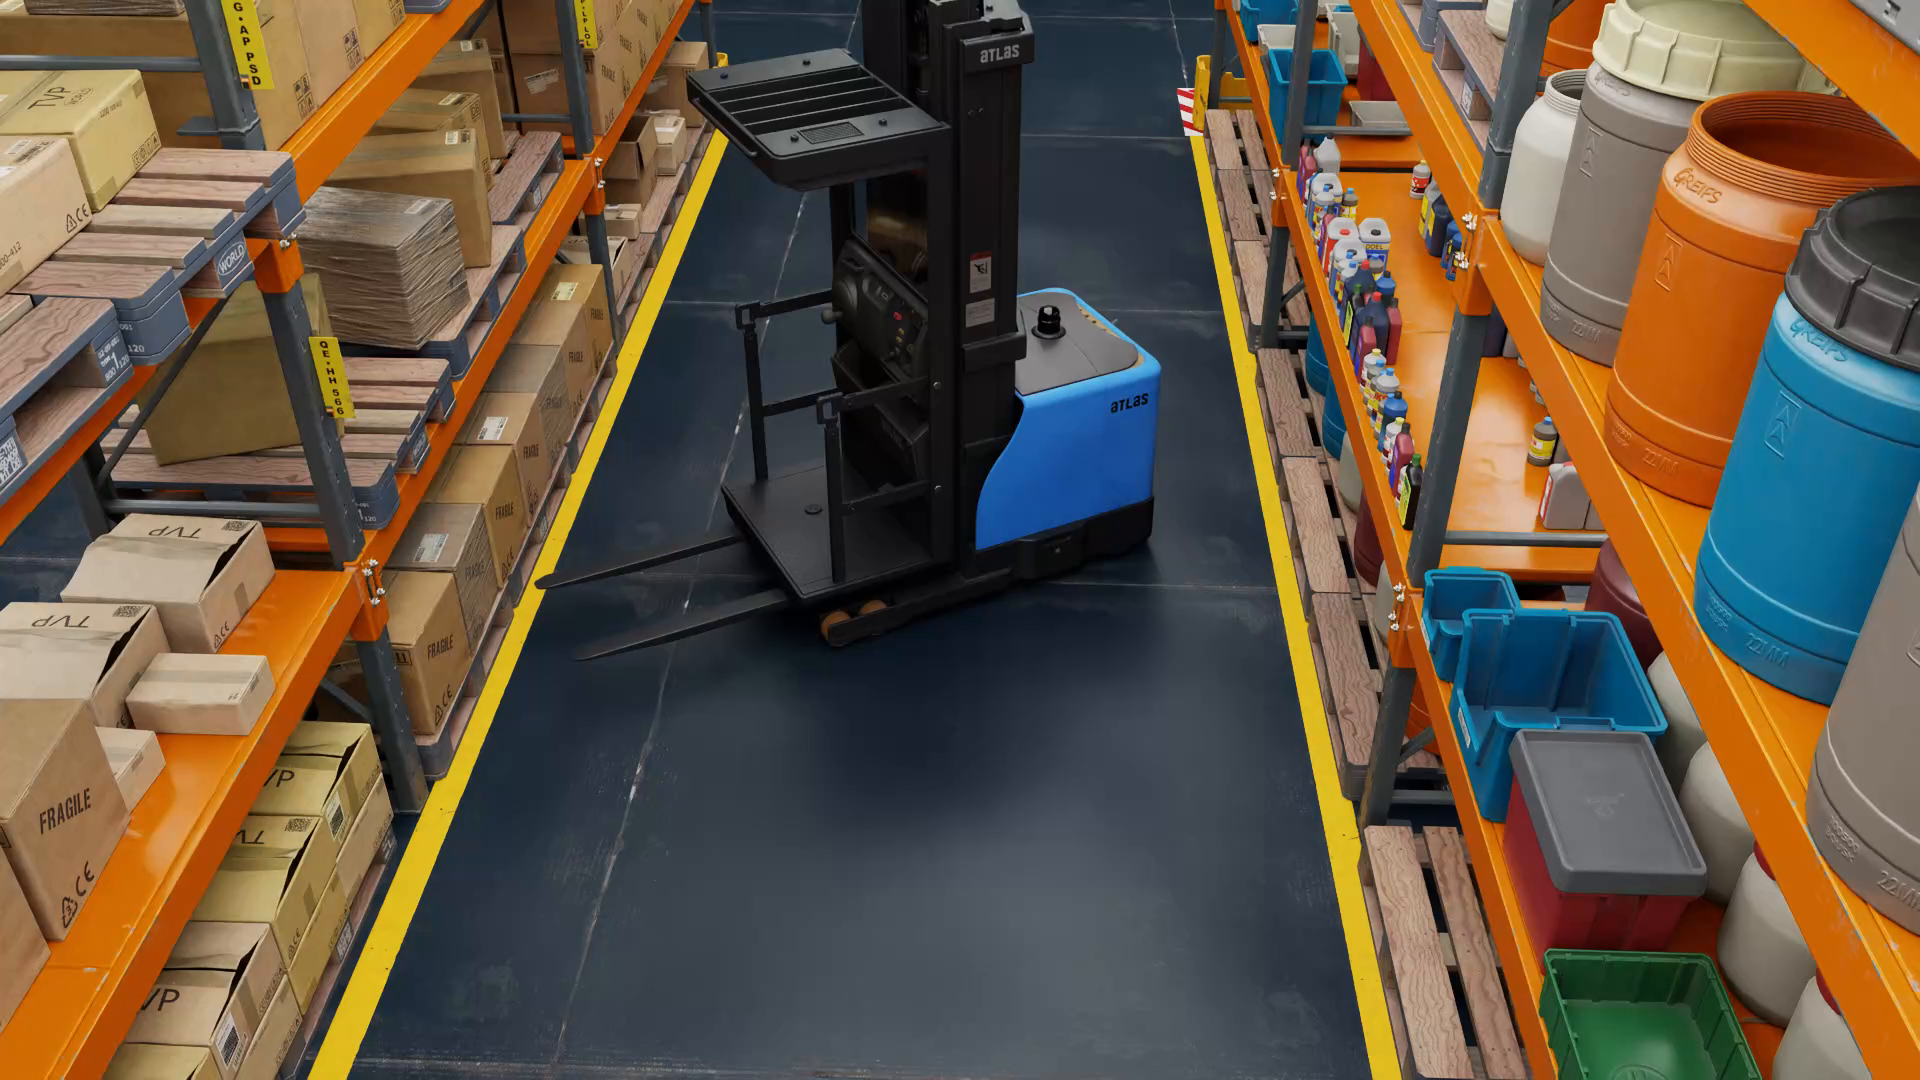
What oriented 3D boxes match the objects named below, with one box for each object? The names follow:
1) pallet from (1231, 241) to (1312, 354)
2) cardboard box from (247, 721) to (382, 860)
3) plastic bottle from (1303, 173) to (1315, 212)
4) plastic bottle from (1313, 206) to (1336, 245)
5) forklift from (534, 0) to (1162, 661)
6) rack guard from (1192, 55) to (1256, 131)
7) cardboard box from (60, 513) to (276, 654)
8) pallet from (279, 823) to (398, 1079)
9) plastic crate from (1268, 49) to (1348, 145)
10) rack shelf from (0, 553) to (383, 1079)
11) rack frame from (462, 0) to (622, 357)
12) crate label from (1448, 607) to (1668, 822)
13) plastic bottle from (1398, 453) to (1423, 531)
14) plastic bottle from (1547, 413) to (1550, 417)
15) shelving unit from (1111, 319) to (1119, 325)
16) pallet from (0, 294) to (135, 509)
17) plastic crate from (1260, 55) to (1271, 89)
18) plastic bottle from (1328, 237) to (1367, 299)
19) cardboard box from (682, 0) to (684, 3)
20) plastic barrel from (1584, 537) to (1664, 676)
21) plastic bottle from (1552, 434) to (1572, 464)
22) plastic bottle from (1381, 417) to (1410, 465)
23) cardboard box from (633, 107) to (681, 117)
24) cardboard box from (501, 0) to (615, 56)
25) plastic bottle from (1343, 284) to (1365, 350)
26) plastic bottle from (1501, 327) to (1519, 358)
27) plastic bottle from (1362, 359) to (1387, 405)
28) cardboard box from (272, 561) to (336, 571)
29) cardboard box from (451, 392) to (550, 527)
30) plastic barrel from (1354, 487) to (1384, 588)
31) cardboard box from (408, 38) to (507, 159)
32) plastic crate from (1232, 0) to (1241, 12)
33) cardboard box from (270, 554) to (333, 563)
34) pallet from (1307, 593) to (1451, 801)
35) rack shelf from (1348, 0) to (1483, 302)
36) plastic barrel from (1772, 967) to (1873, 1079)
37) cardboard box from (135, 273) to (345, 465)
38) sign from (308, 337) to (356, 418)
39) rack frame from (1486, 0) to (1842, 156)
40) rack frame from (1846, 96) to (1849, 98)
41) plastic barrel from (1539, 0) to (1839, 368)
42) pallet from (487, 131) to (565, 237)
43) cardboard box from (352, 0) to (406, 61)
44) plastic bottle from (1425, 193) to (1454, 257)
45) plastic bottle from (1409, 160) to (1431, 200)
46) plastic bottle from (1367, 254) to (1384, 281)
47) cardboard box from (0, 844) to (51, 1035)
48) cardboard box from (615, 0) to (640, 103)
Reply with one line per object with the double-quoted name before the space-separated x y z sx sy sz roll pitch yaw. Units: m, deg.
"pallet" 2.321 -1.575 10.753 1.003 0.211 1.213 1 35 2
"cardboard box" -2.554 0.920 6.317 0.500 0.311 0.500 2 35 3
"plastic bottle" 1.898 -1.867 8.916 0.097 0.201 0.097 0 35 0
"plastic bottle" 1.881 -1.622 8.567 0.097 0.201 0.097 0 35 0
"forklift" -0.555 -1.037 7.622 3.031 2.935 1.130 -16 38 -22
"rack guard" 2.479 -3.582 13.357 1.175 0.500 0.348 1 35 2
"cardboard box" -2.838 0.134 5.974 0.500 0.311 0.500 3 35 5
"pallet" -2.851 1.502 6.374 1.003 0.211 1.213 1 35 2
"plastic crate" 2.009 -2.586 9.729 0.392 0.384 0.575 1 35 2
"rack shelf" -2.860 1.333 4.816 1.077 0.370 4.000 1 35 2
"rack frame" -2.619 -2.409 9.514 1.000 3.000 0.127 1 35 2
"crate label" 1.860 0.556 5.265 0.502 0.435 0.616 1 35 2
"plastic bottle" 1.760 -0.189 6.457 0.061 0.283 0.133 1 35 2
"plastic bottle" 2.500 -0.516 6.933 0.097 0.271 0.097 0 35 0
"shelving unit" 0.566 -1.037 10.000 0.258 0.189 1.200 20 39 25
"pallet" -2.759 -0.226 3.964 1.003 0.211 1.213 3 35 4
"plastic crate" 2.107 -2.853 10.334 0.437 0.125 0.590 1 35 2
"plastic bottle" 1.885 -1.319 8.072 0.152 0.276 0.135 1 35 2
"cardboard box" -2.221 -4.186 11.956 0.500 0.500 0.500 2 35 2
"plastic barrel" 2.454 0.224 5.650 0.600 0.536 0.708 1 35 2
"plastic bottle" 2.529 -0.450 6.836 0.152 0.276 0.135 1 35 2
"plastic bottle" 1.796 -0.409 6.842 0.097 0.201 0.097 0 35 0
"cardboard box" -2.340 -3.179 12.692 0.380 0.166 0.250 1 35 2
"cardboard box" -2.319 -3.123 9.574 0.500 0.500 0.500 2 35 3
"plastic bottle" 1.819 -1.028 7.651 0.061 0.283 0.133 1 35 2
"plastic bottle" 2.566 -0.981 7.591 0.152 0.276 0.135 1 35 2
"plastic bottle" 1.815 -0.689 7.240 0.097 0.201 0.097 0 35 0
"cardboard box" -2.976 0.189 7.609 0.500 0.500 0.500 3 35 4
"cardboard box" -2.419 -0.412 8.464 0.500 0.500 0.500 0 35 0
"plastic barrel" 2.218 -0.110 7.975 0.600 0.588 0.708 1 35 2
"cardboard box" -2.861 -2.354 8.985 0.700 0.500 0.500 -10 36 -14
"plastic crate" 2.030 -3.801 11.672 0.250 0.136 0.298 1 35 2
"cardboard box" -2.978 -0.150 7.439 0.500 0.250 0.500 3 35 4
"pallet" 2.160 0.693 7.526 1.003 0.211 1.213 1 35 2
"rack shelf" 2.250 -2.076 7.058 1.077 0.370 4.000 1 35 2
"plastic barrel" 2.296 1.282 4.144 0.433 0.535 0.433 0 35 0
"cardboard box" -2.867 -0.688 6.613 0.700 0.500 0.500 -10 36 -14
"sign" -2.225 -0.573 5.896 0.100 0.325 0.005 1 35 2
"rack frame" 2.170 -2.449 4.354 1.000 3.000 0.127 1 35 2
"rack frame" 7.440 -4.476 12.456 1.000 3.000 0.127 1 35 2
"plastic barrel" 1.920 -0.960 4.408 0.600 0.901 0.600 0 35 0
"pallet" -2.760 -1.874 8.920 1.003 0.211 1.213 1 35 2
"cardboard box" -2.754 -2.222 6.553 0.910 0.500 0.500 1 35 2
"plastic bottle" 2.469 -1.634 8.454 0.144 0.351 0.185 1 35 2
"plastic bottle" 2.512 -1.969 9.062 0.097 0.201 0.097 0 35 0
"plastic bottle" 2.010 -1.296 8.104 0.097 0.201 0.097 0 35 0
"cardboard box" -2.852 1.115 4.413 0.500 0.500 0.500 1 35 2
"cardboard box" -2.309 -3.030 10.312 0.500 0.500 0.500 2 35 3
